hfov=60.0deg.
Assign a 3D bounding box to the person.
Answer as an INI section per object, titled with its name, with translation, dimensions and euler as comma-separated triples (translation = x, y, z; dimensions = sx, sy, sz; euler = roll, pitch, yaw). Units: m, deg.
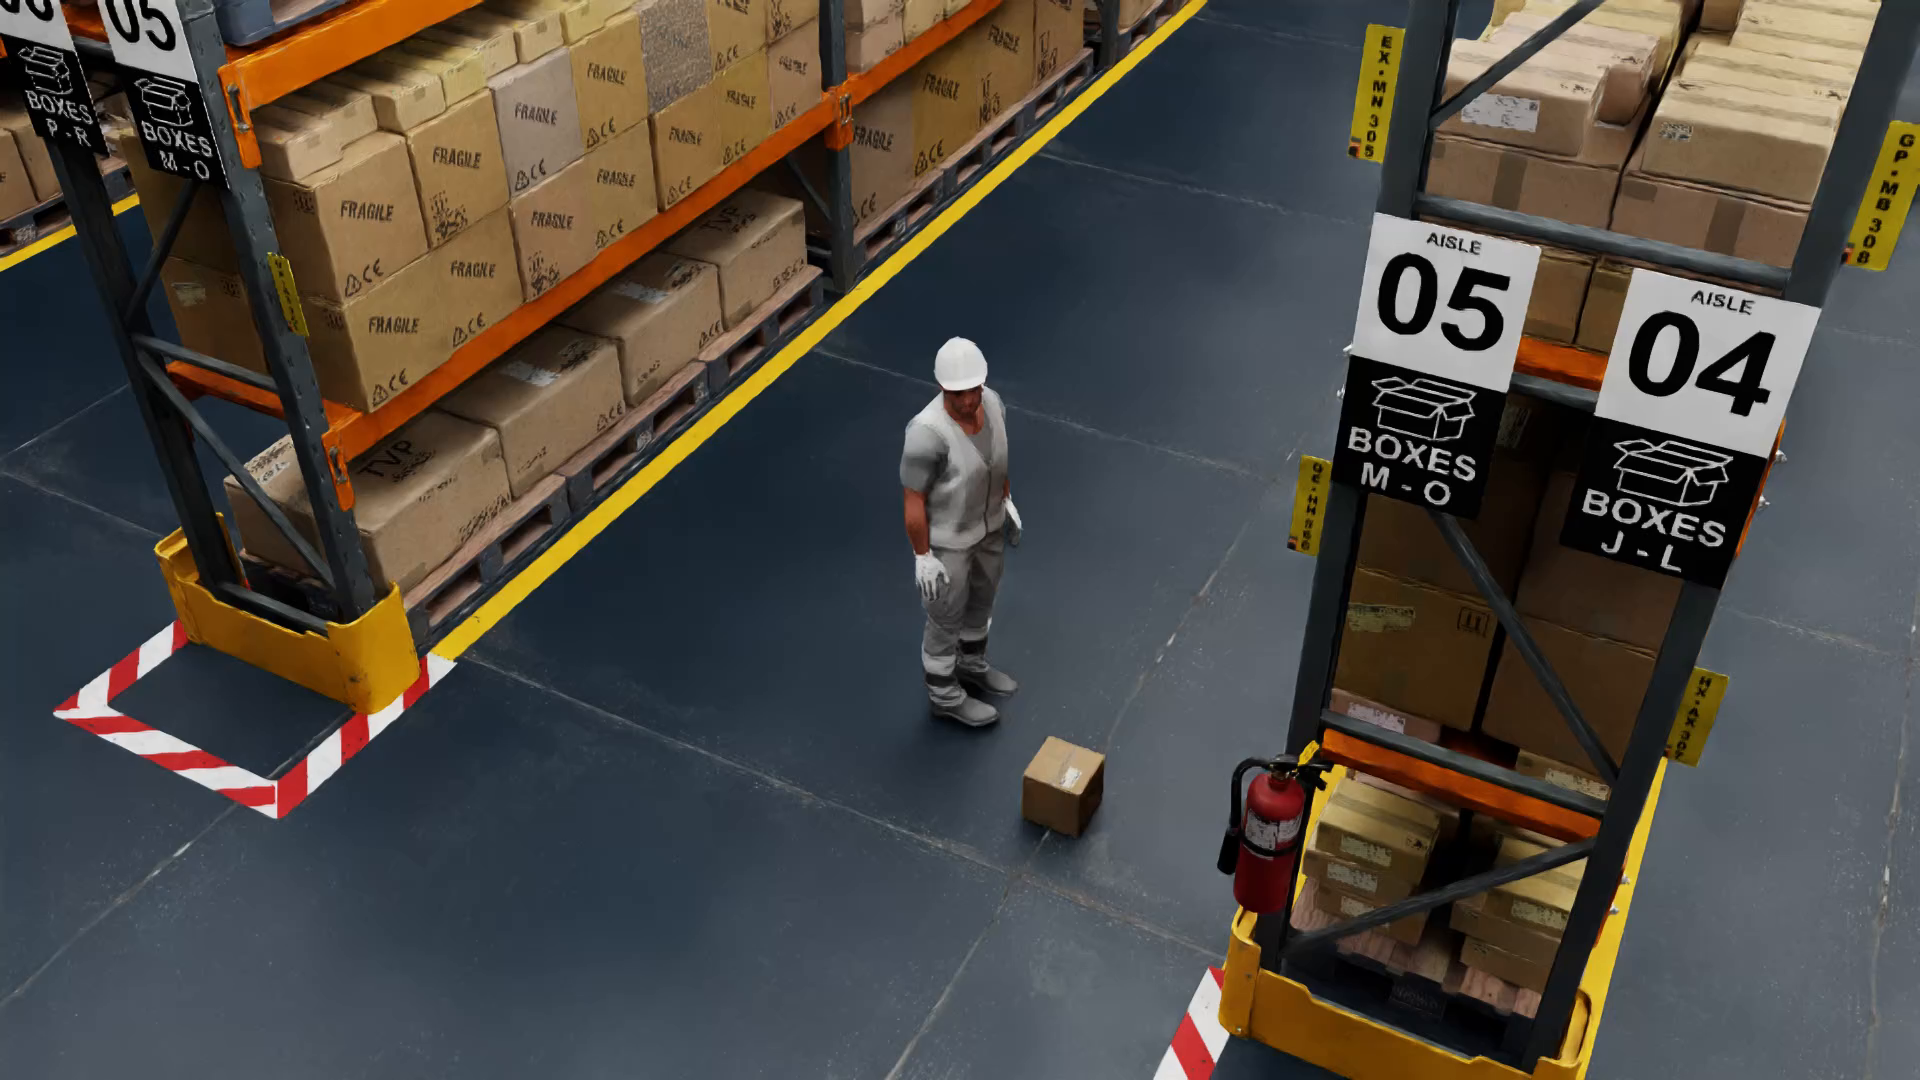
[person]
translation = 0.022, -0.004, 6.719
dimensions = 0.408, 1.825, 0.599
euler = 28, 46, 32
